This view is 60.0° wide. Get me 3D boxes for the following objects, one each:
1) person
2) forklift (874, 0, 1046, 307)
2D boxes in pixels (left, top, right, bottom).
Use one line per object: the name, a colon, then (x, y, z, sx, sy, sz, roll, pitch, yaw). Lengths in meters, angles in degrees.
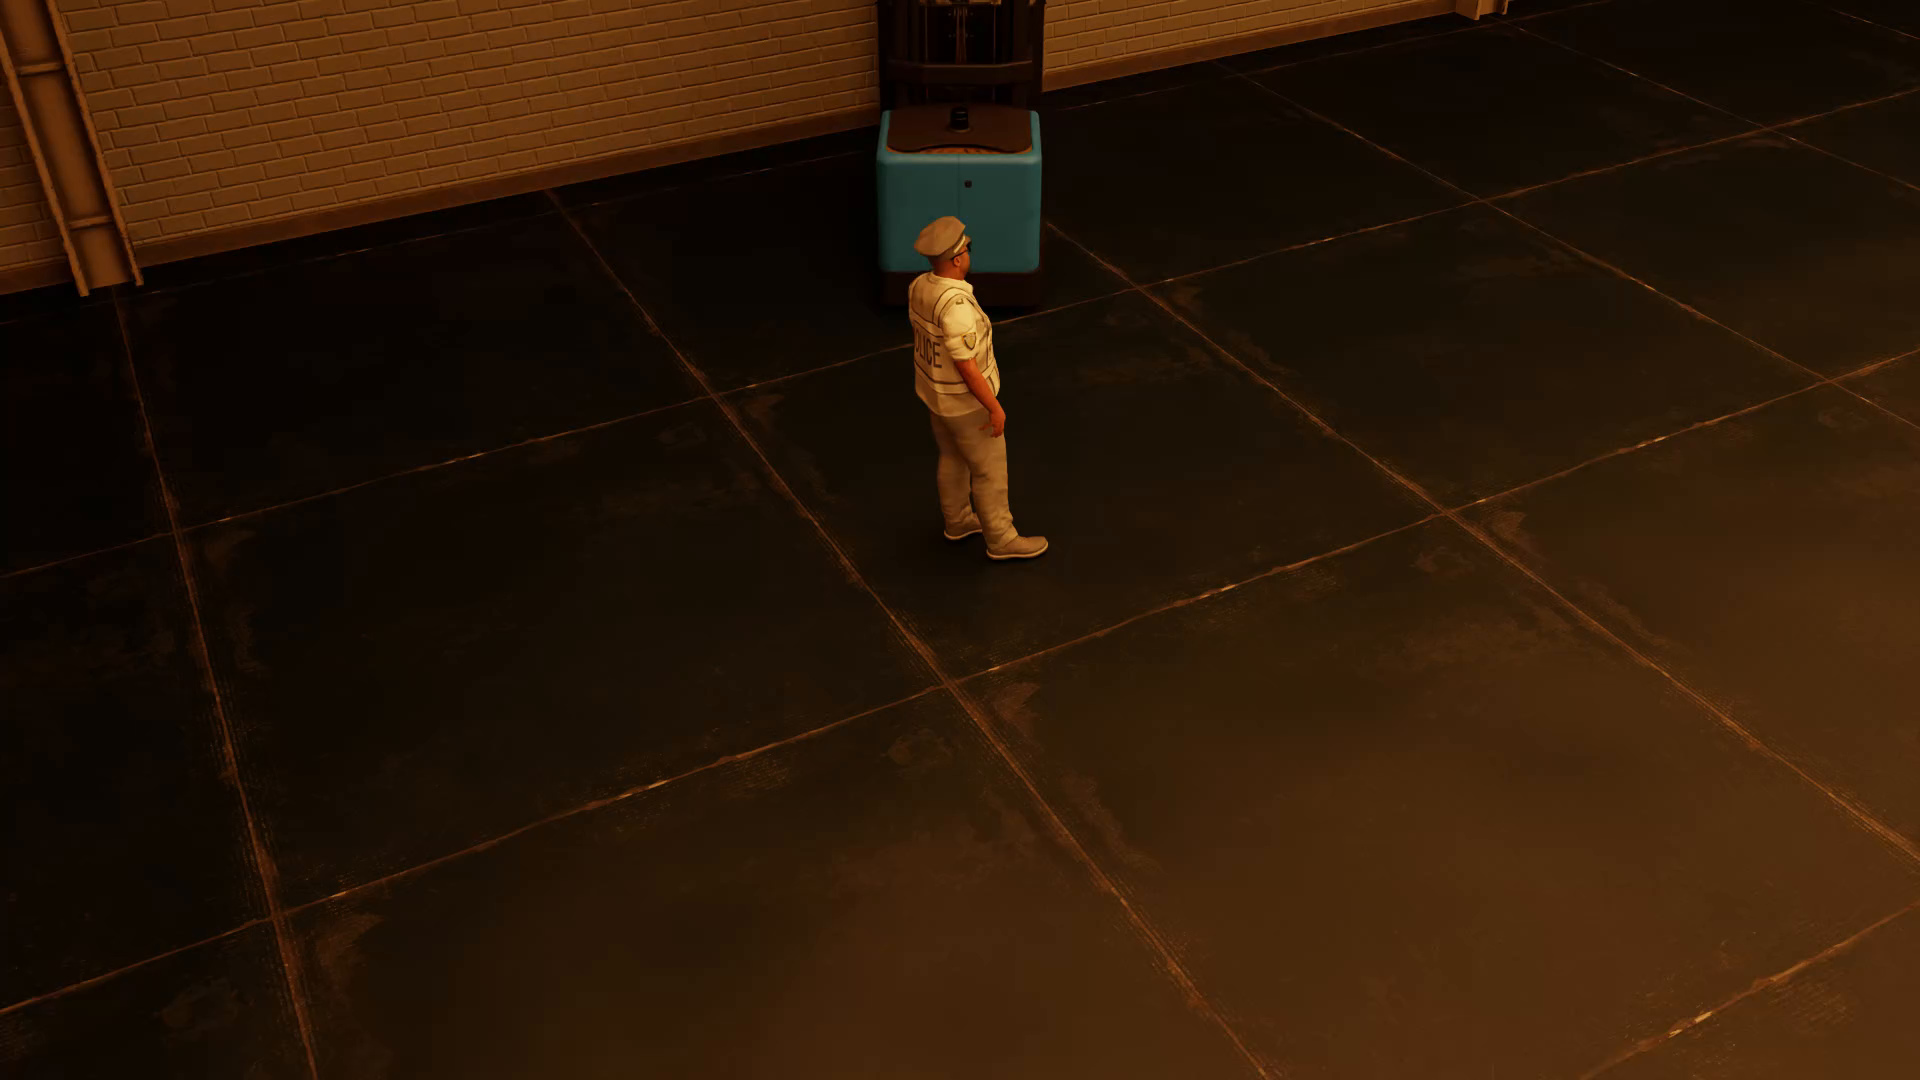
person: (0.074, -0.748, 8.165, 0.575, 1.781, 0.640, -17, 39, -23)
forklift: (0.009, -3.508, 11.086, 1.130, 2.935, 3.031, 0, 35, 0)
